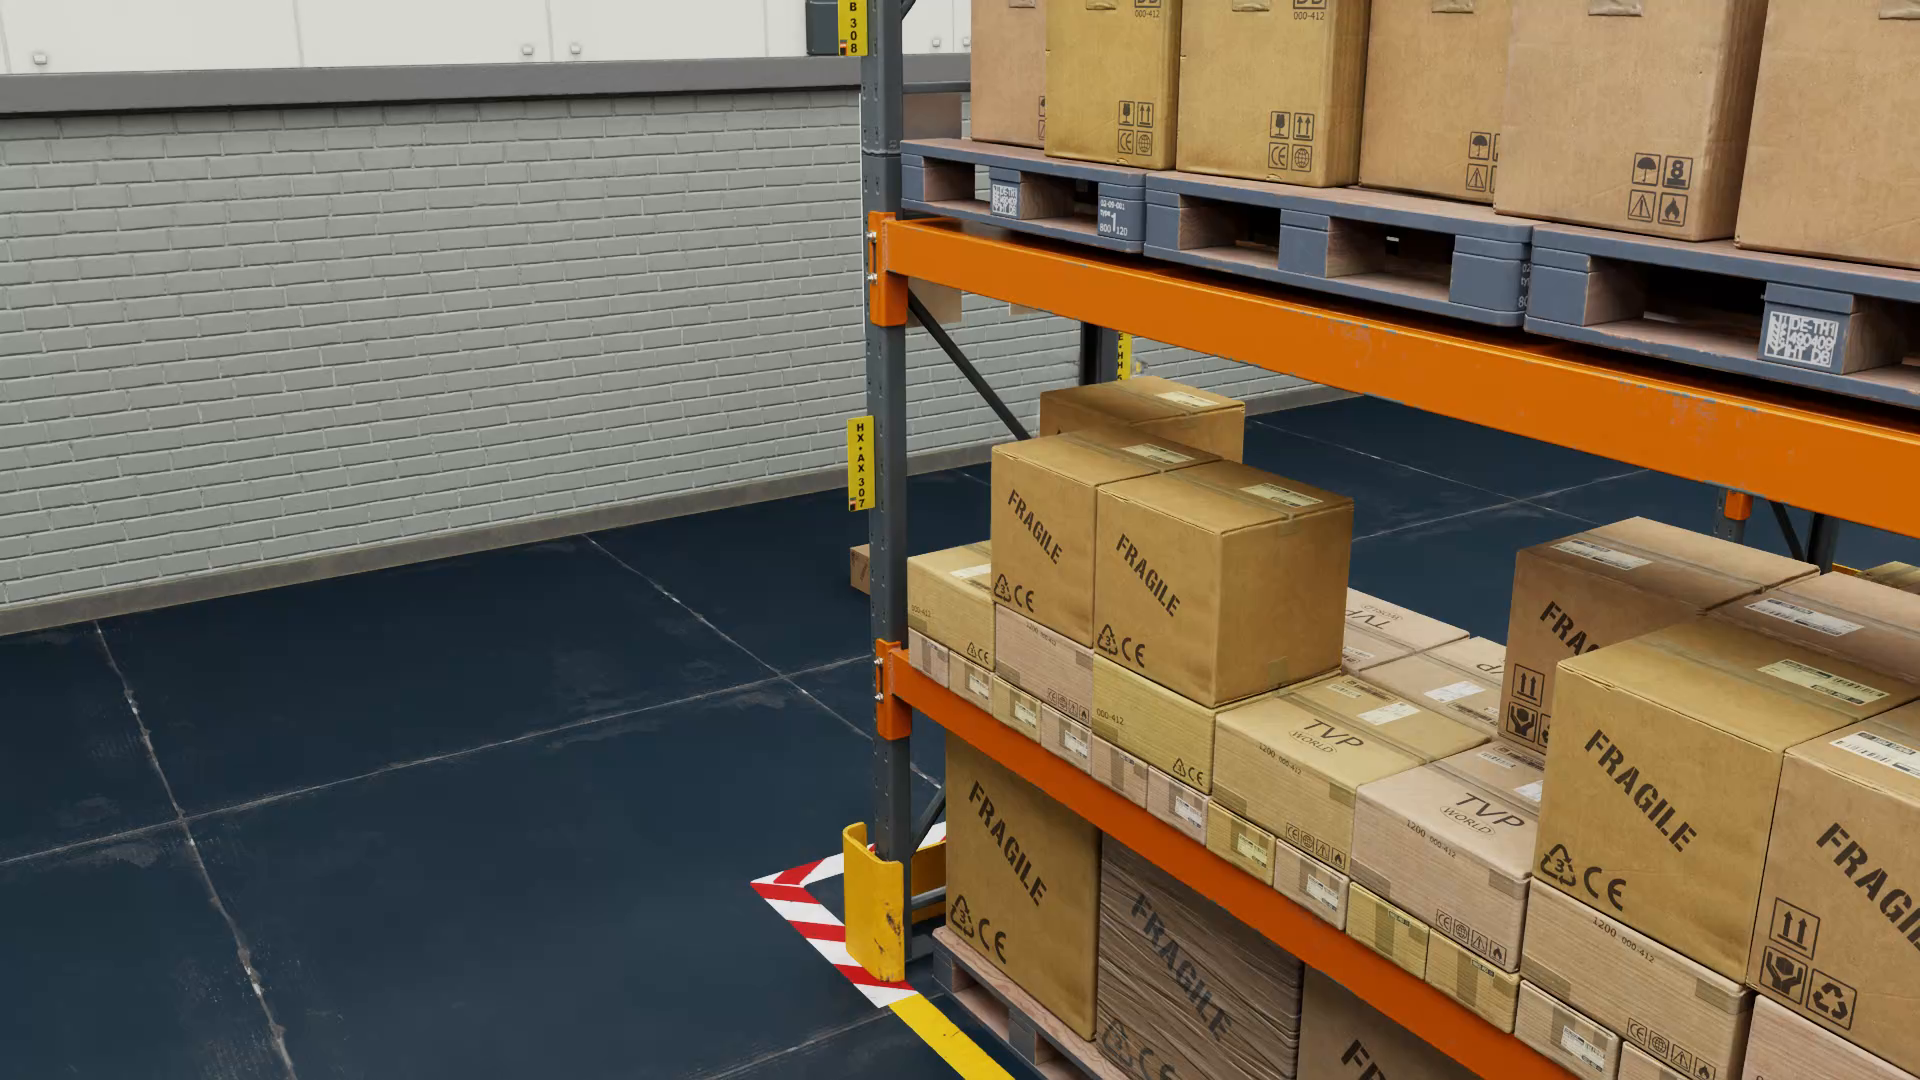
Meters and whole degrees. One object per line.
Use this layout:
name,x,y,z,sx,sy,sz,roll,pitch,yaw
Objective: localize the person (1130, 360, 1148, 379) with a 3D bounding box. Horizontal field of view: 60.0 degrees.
person,0.948,-0.173,8.989,1.005,1.627,0.498,13,22,34
